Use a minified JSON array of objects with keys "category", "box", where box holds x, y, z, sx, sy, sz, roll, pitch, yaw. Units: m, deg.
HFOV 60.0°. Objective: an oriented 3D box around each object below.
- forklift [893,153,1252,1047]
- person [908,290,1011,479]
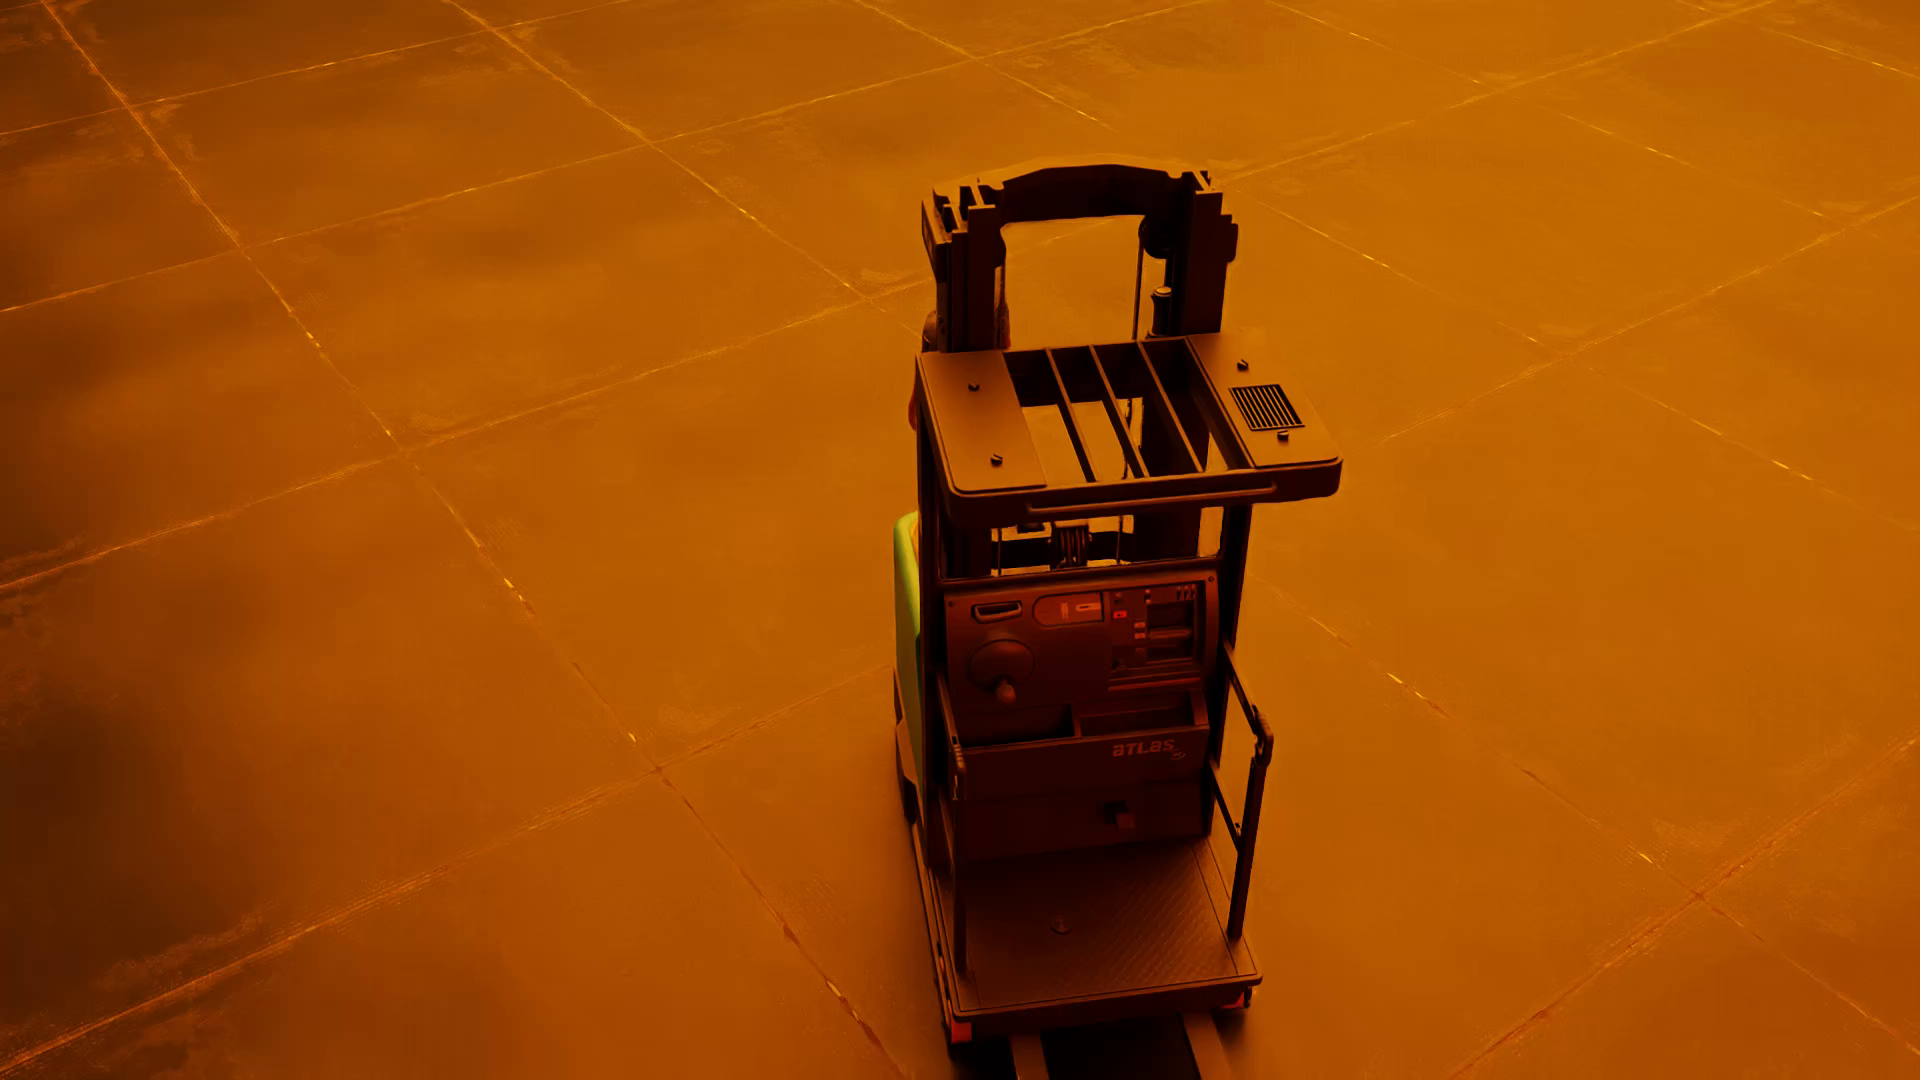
[{"category":"forklift","box":[0.446,0.395,5.411,1.130,2.935,3.031,-5,37,-7]},{"category":"person","box":[-0.034,-0.716,7.984,0.569,1.643,0.504,-23,42,-28]}]
